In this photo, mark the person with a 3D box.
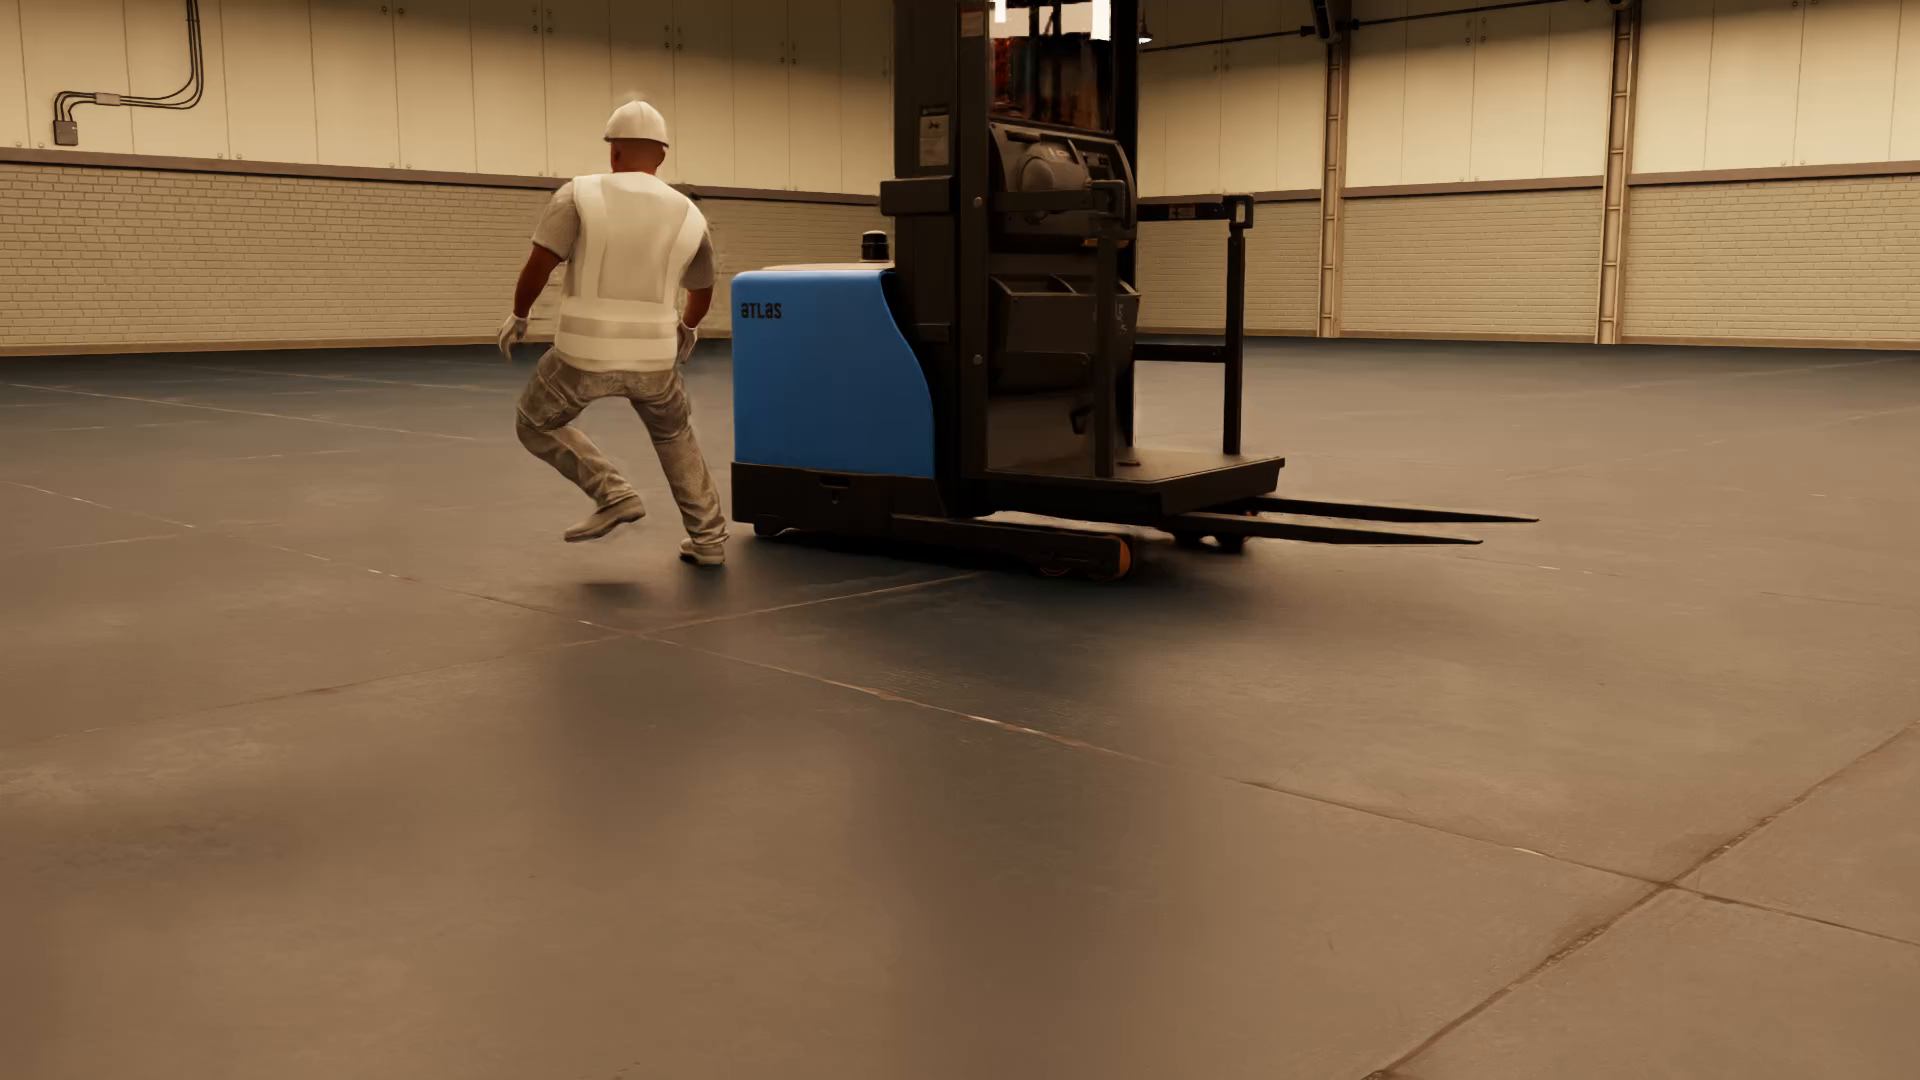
[{"bbox_3d":[-1.226,-0.707,5.915,0.809,1.644,0.681,-5,10,-29],"label":"person"}]

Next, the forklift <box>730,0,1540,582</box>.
[{"bbox_3d":[0.565,-1.392,6.120,3.031,2.935,1.130,6,10,35],"label":"forklift"}]
